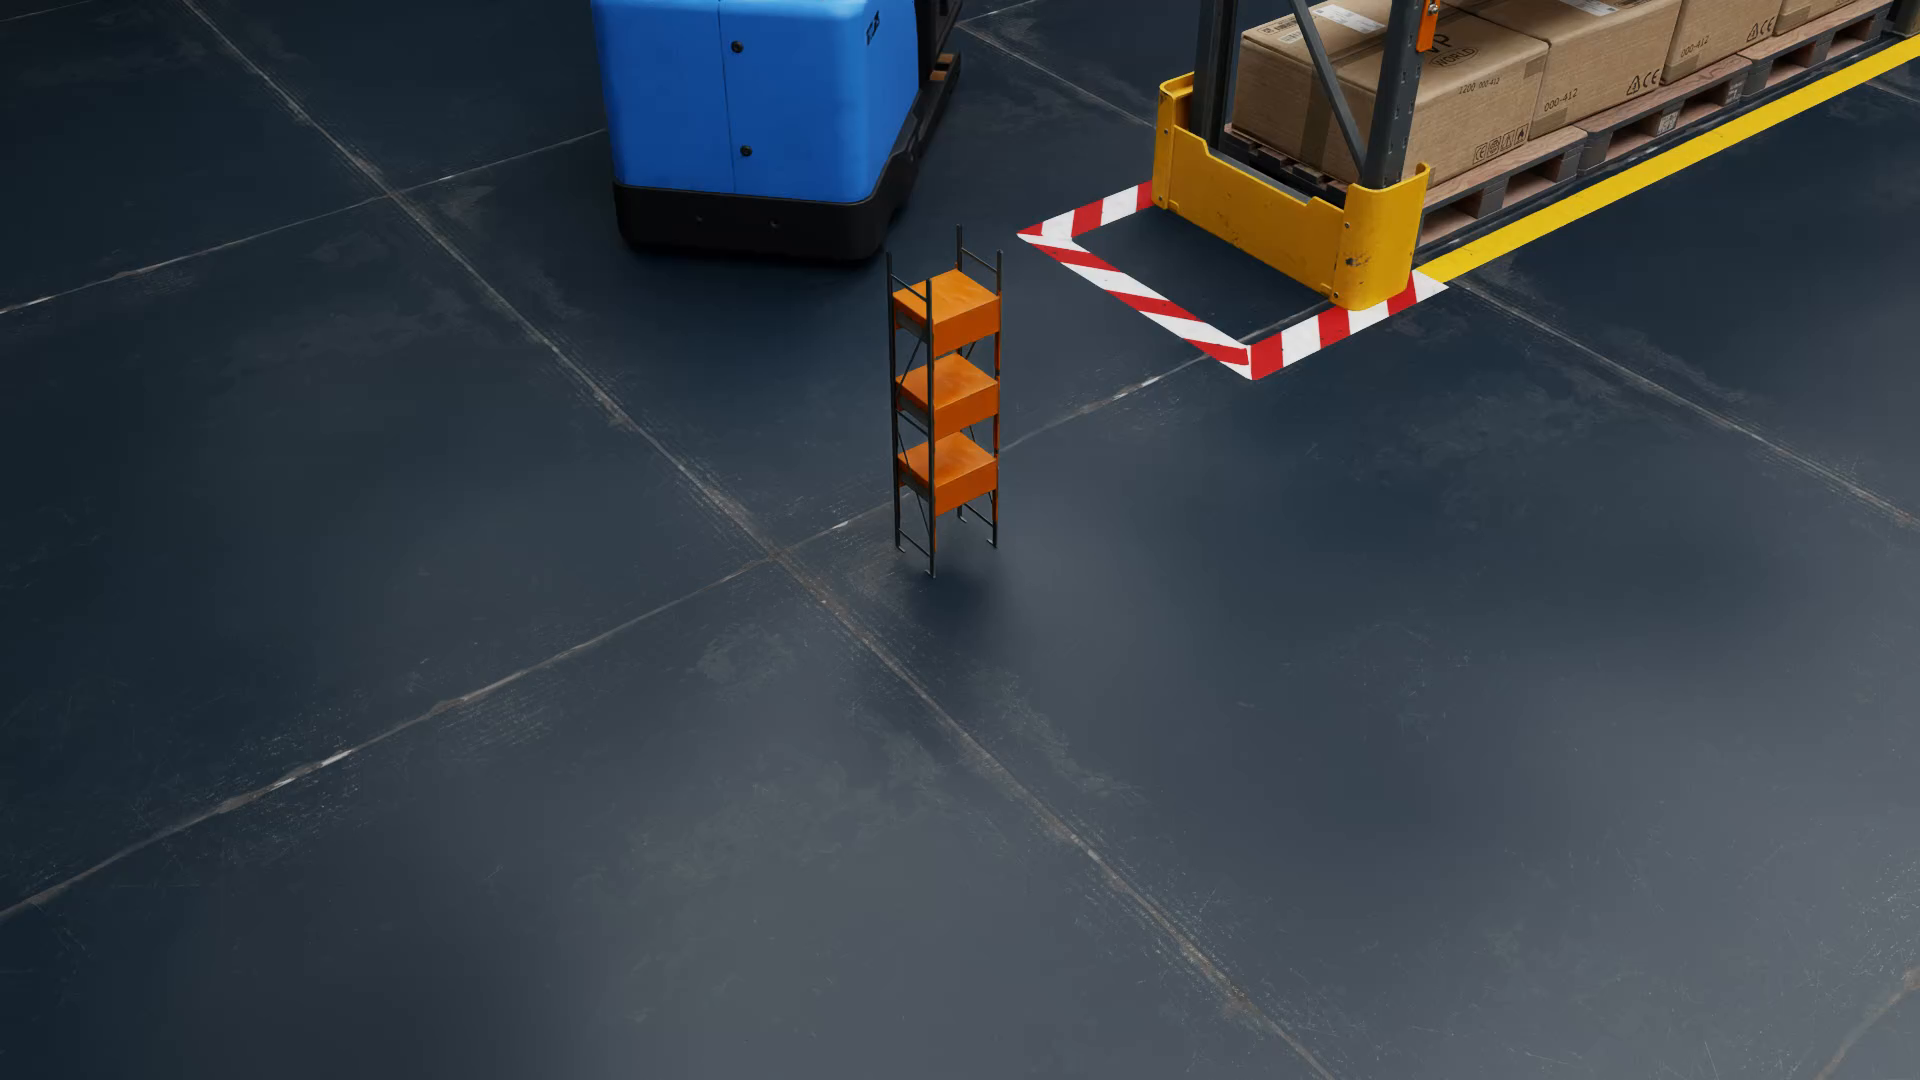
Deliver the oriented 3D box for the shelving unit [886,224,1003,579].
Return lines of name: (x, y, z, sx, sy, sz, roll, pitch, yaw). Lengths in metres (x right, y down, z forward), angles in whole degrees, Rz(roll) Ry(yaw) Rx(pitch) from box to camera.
shelving unit: (-0.042, -0.385, 4.892, 0.252, 1.050, 0.215, -26, 46, -28)

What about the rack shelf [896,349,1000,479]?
rack shelf: (-0.042, -0.377, 4.899, 0.240, 0.259, 0.215, -26, 46, -28)

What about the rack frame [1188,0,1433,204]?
rack frame: (1.288, -2.380, 5.786, 0.127, 3.000, 1.000, -26, 46, -28)

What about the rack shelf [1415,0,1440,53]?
rack shelf: (2.874, -2.875, 6.957, 4.000, 0.370, 1.077, -26, 46, -28)

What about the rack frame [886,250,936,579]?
rack frame: (-0.139, -0.338, 4.834, 0.008, 1.050, 0.200, -26, 46, -28)

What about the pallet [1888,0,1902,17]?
pallet: (5.026, -3.184, 8.965, 1.213, 0.211, 1.003, -26, 46, -28)

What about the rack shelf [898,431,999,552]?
rack shelf: (-0.042, -0.162, 5.075, 0.240, 0.259, 0.215, -26, 46, -28)

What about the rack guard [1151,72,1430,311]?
rack guard: (1.269, -1.405, 6.568, 0.348, 0.500, 1.175, -26, 46, -28)

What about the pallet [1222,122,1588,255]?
pallet: (1.874, -1.650, 7.096, 1.213, 0.211, 1.003, -26, 46, -28)

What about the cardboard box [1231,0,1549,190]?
cardboard box: (1.751, -1.857, 6.838, 0.875, 0.438, 0.875, -28, 47, -29)

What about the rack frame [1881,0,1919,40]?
rack frame: (4.460, -3.926, 7.671, 0.127, 3.000, 1.000, -26, 46, -28)

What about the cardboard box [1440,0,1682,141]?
cardboard box: (2.471, -2.215, 7.274, 0.875, 0.438, 0.875, -25, 45, -27)

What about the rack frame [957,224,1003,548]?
rack frame: (0.054, -0.432, 4.949, 0.008, 1.050, 0.200, -26, 46, -28)

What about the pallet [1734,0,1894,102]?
pallet: (3.809, -2.593, 8.245, 1.213, 0.211, 1.003, -26, 46, -28)

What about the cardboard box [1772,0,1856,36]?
cardboard box: (3.897, -2.909, 8.120, 0.875, 0.438, 0.875, -27, 46, -29)

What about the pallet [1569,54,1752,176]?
pallet: (2.841, -2.119, 7.667, 1.213, 0.211, 1.003, -26, 46, -28)

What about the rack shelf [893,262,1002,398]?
rack shelf: (-0.042, -0.596, 4.719, 0.240, 0.259, 0.215, -26, 46, -28)

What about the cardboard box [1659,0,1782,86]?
cardboard box: (3.187, -2.563, 7.698, 0.875, 0.438, 0.875, -27, 47, -29)

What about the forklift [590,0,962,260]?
forklift: (-0.603, -3.156, 6.786, 1.130, 2.935, 3.031, 6, 40, 8)
